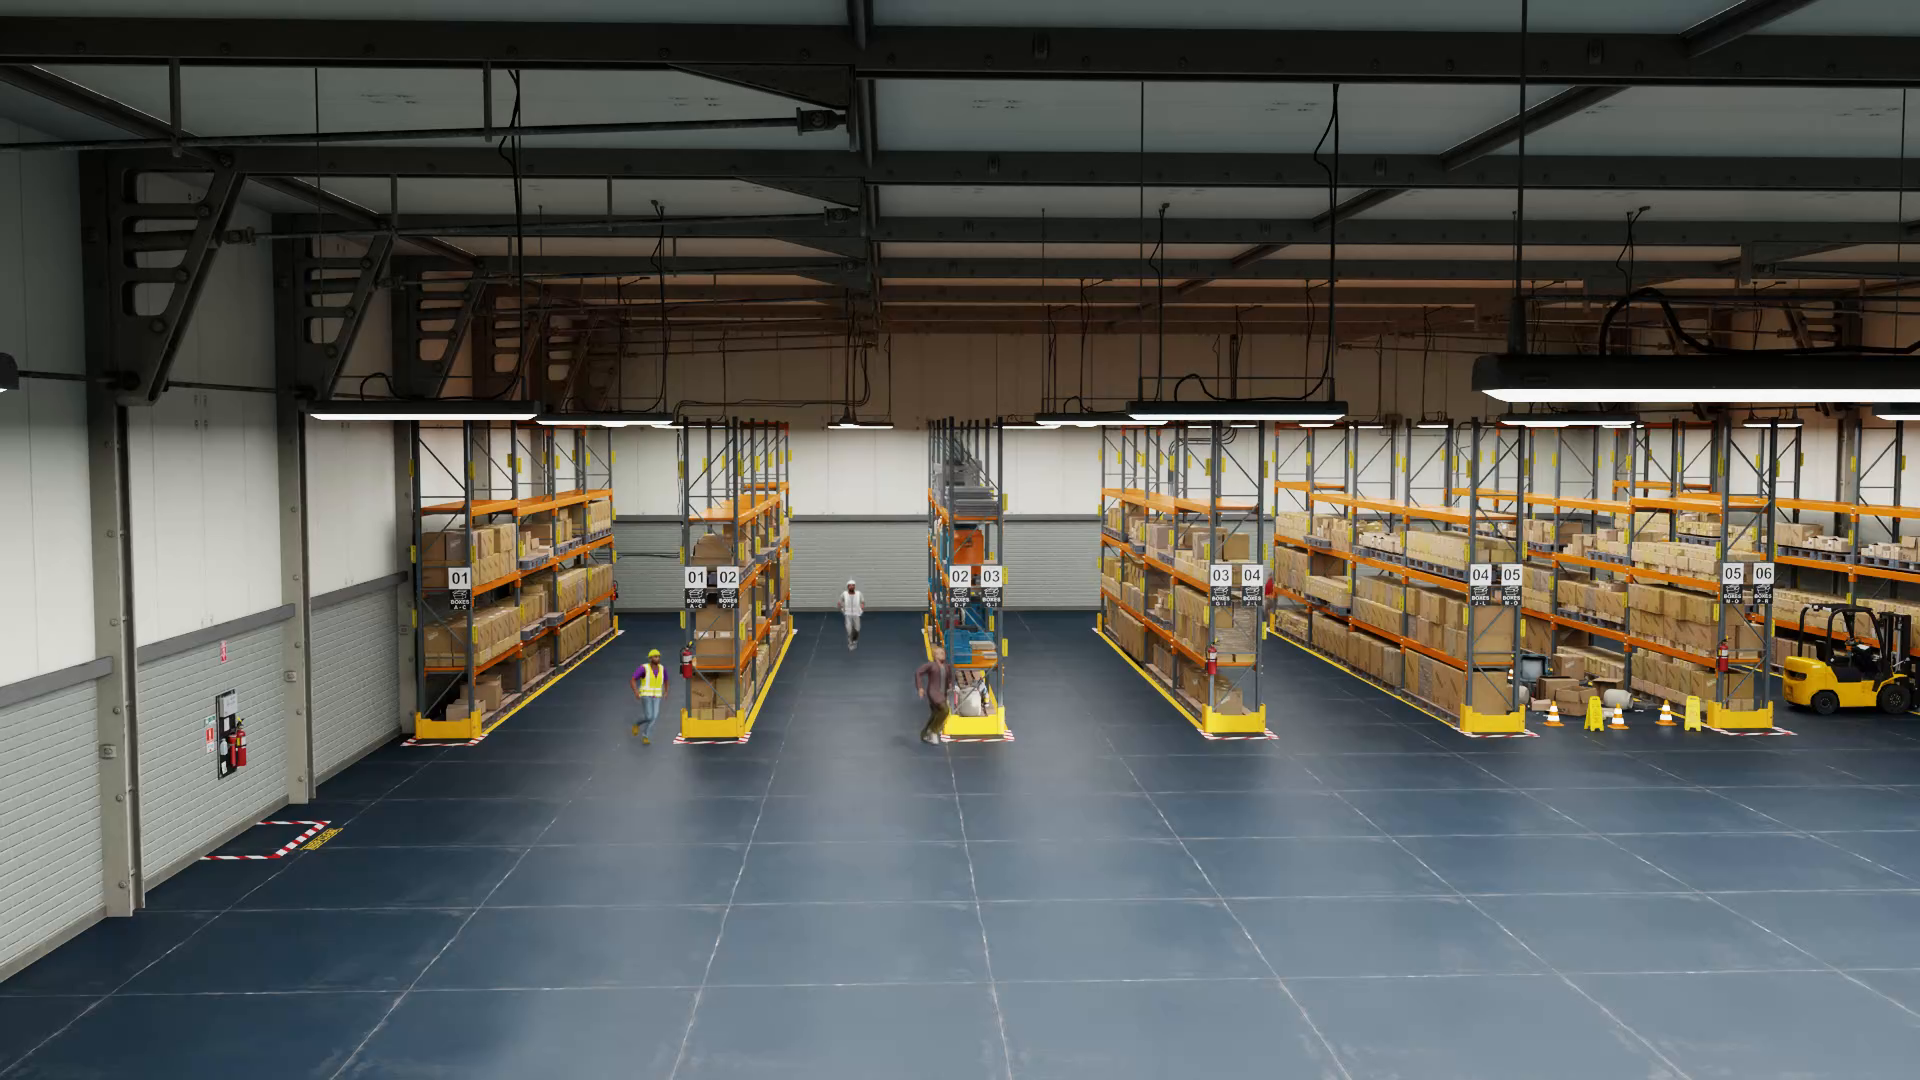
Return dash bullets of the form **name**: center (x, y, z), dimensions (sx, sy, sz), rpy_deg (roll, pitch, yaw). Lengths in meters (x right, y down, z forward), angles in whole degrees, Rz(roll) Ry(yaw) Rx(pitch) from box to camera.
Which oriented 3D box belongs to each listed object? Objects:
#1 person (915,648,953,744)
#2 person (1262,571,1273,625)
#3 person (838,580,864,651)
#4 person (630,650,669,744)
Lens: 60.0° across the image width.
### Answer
- **person**: center (-0.384, 2.853, 30.504), dimensions (0.684, 1.714, 0.695), rpy_deg (3, 5, 42)
- **person**: center (9.157, 1.708, 49.071), dimensions (0.519, 1.629, 0.834), rpy_deg (0, 4, -4)
- **person**: center (-2.684, 1.874, 41.201), dimensions (0.678, 1.745, 0.570), rpy_deg (-1, 4, -10)
- **person**: center (-5.682, 2.877, 30.691), dimensions (0.741, 1.687, 0.602), rpy_deg (-3, 5, -36)
